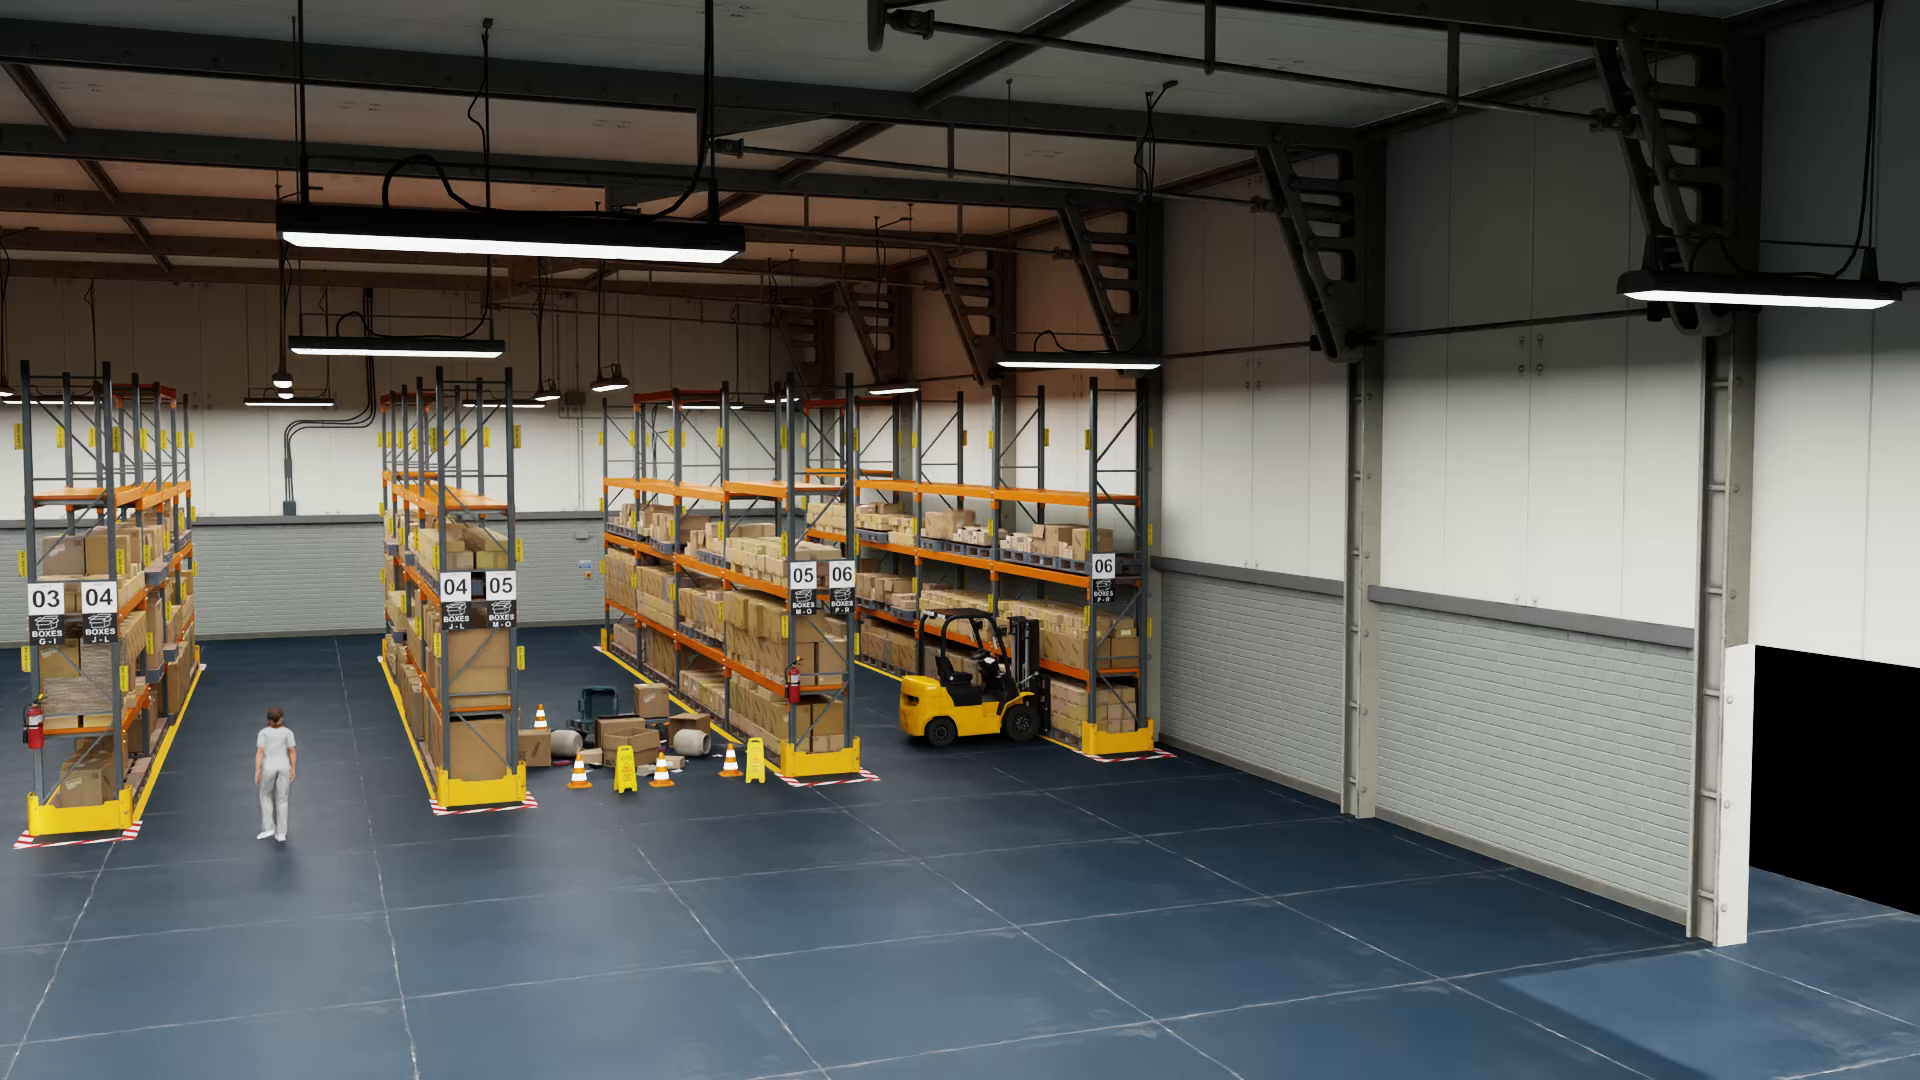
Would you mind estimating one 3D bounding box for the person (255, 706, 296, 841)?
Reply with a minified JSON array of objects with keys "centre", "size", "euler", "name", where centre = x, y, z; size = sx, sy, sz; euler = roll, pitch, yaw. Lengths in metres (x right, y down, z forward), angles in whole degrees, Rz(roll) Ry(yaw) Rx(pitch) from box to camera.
[{"centre":[-8.560,2.942,20.802],"size":[0.497,1.707,0.606],"euler":[-2,4,-32],"name":"person"}]
